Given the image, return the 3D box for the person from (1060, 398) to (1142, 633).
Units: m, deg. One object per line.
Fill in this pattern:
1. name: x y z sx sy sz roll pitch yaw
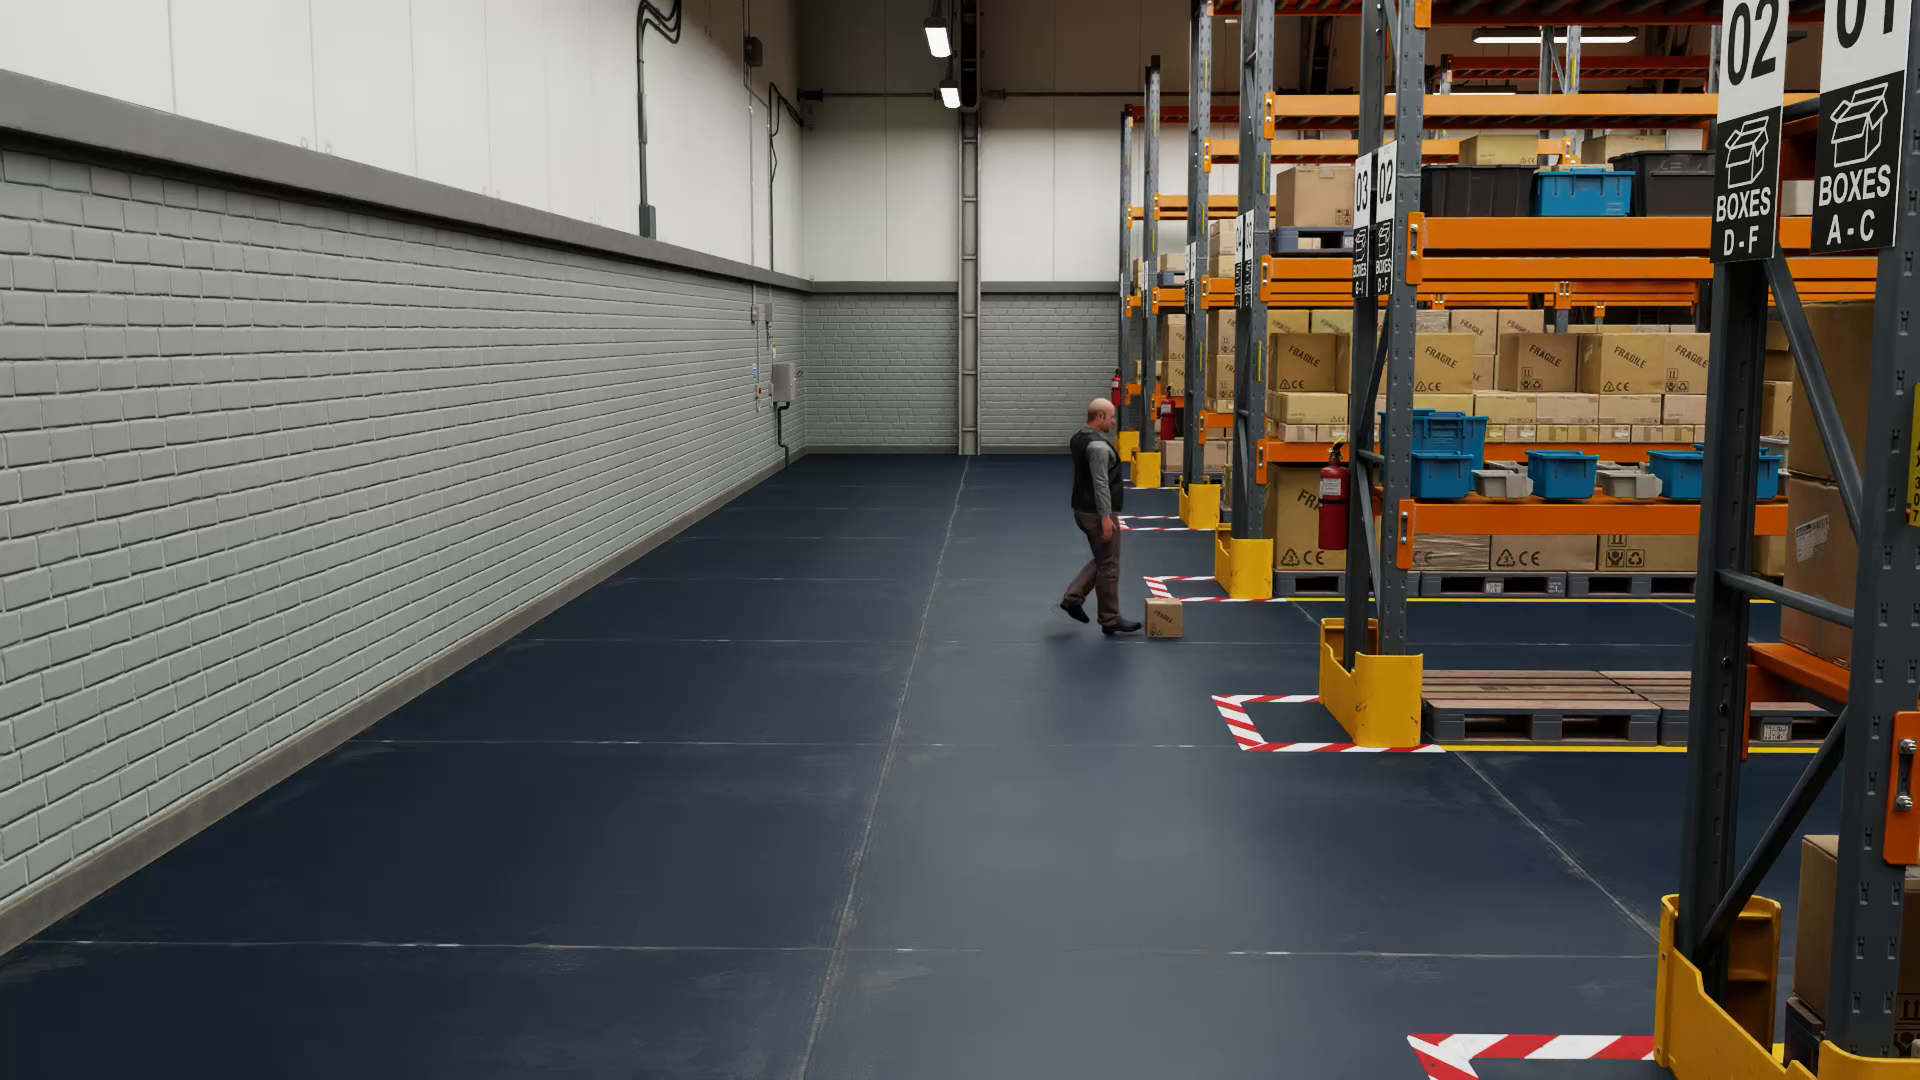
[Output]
1. person: 1.052 -0.177 12.139 0.569 1.717 0.565 -2 7 -14
